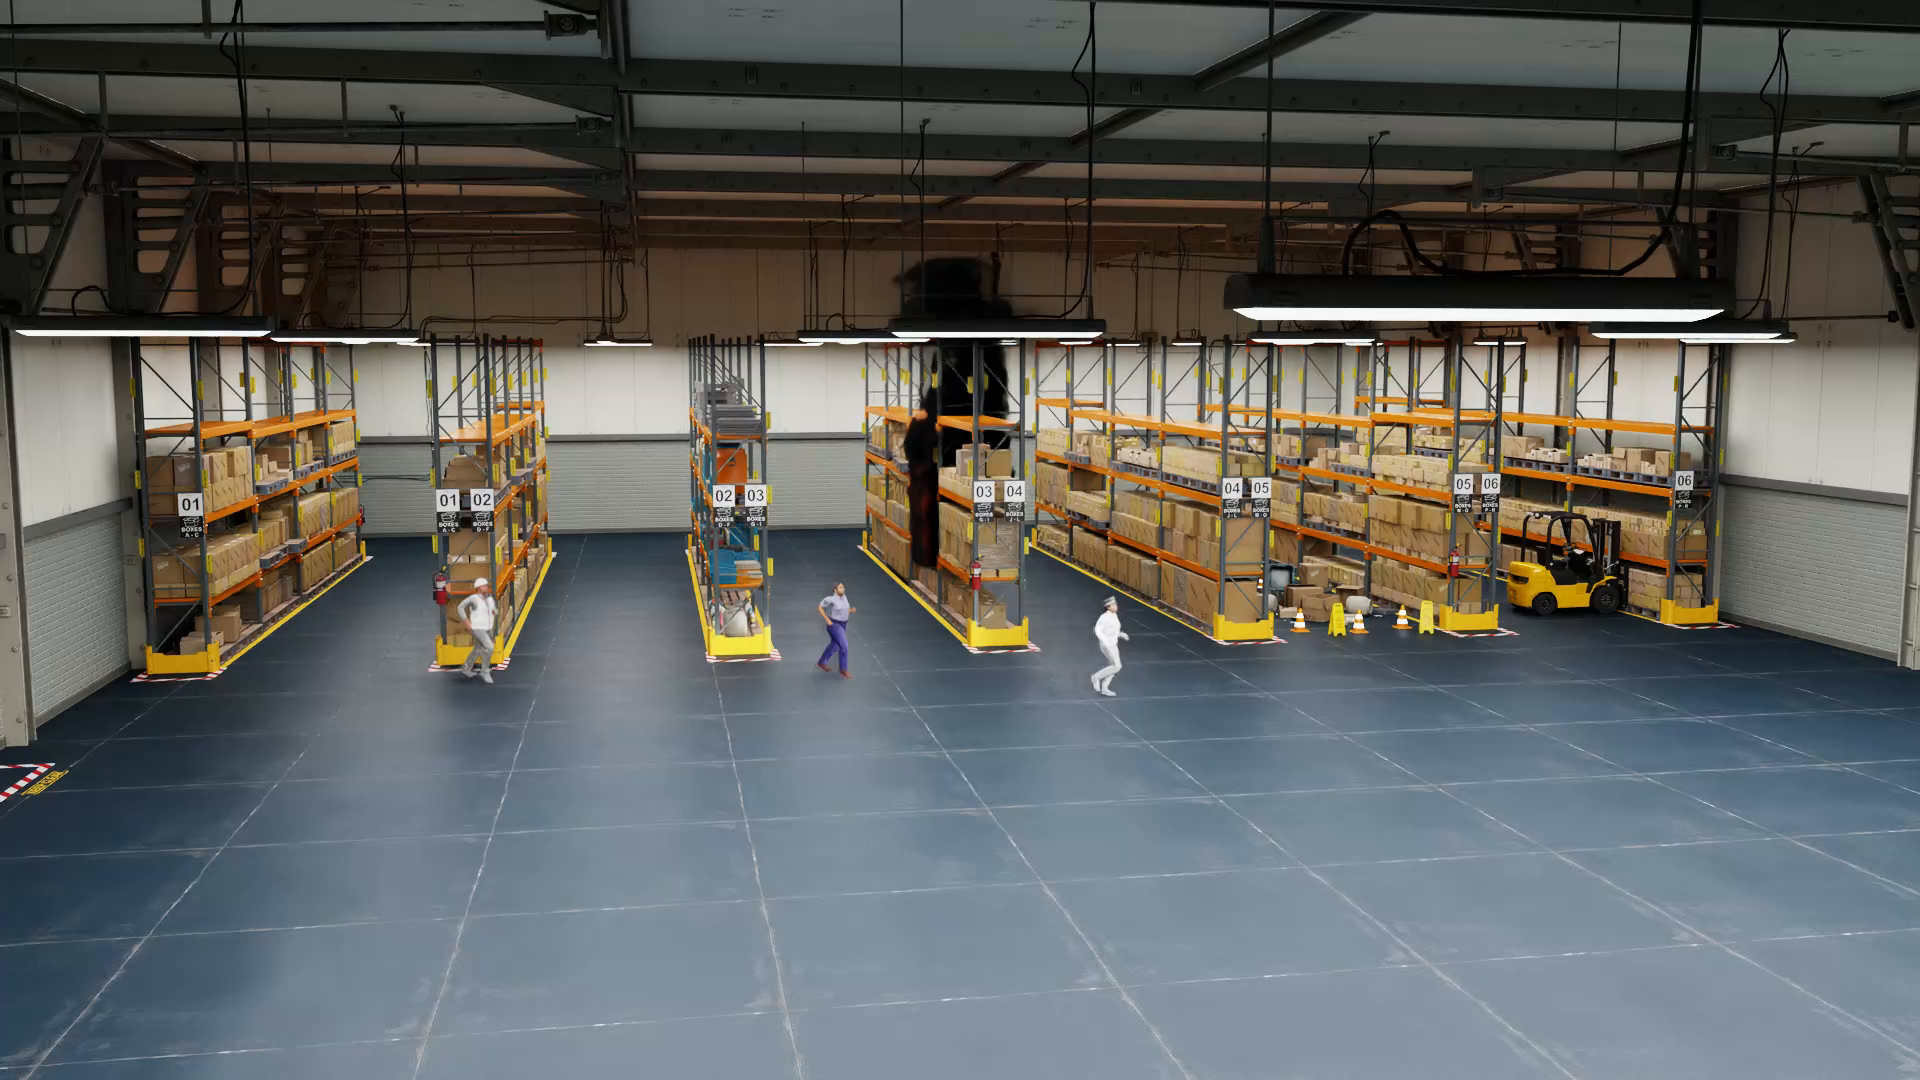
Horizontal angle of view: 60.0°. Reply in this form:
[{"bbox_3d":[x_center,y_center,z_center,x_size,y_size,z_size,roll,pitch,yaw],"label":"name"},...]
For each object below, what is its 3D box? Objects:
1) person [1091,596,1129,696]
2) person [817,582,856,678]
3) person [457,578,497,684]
[{"bbox_3d":[2.498,1.750,27.590,0.569,1.669,0.605,3,7,22],"label":"person"},{"bbox_3d":[-2.178,1.573,29.274,0.776,1.712,0.577,3,7,24],"label":"person"},{"bbox_3d":[-8.317,1.548,28.774,0.746,1.802,0.626,2,7,21],"label":"person"}]
